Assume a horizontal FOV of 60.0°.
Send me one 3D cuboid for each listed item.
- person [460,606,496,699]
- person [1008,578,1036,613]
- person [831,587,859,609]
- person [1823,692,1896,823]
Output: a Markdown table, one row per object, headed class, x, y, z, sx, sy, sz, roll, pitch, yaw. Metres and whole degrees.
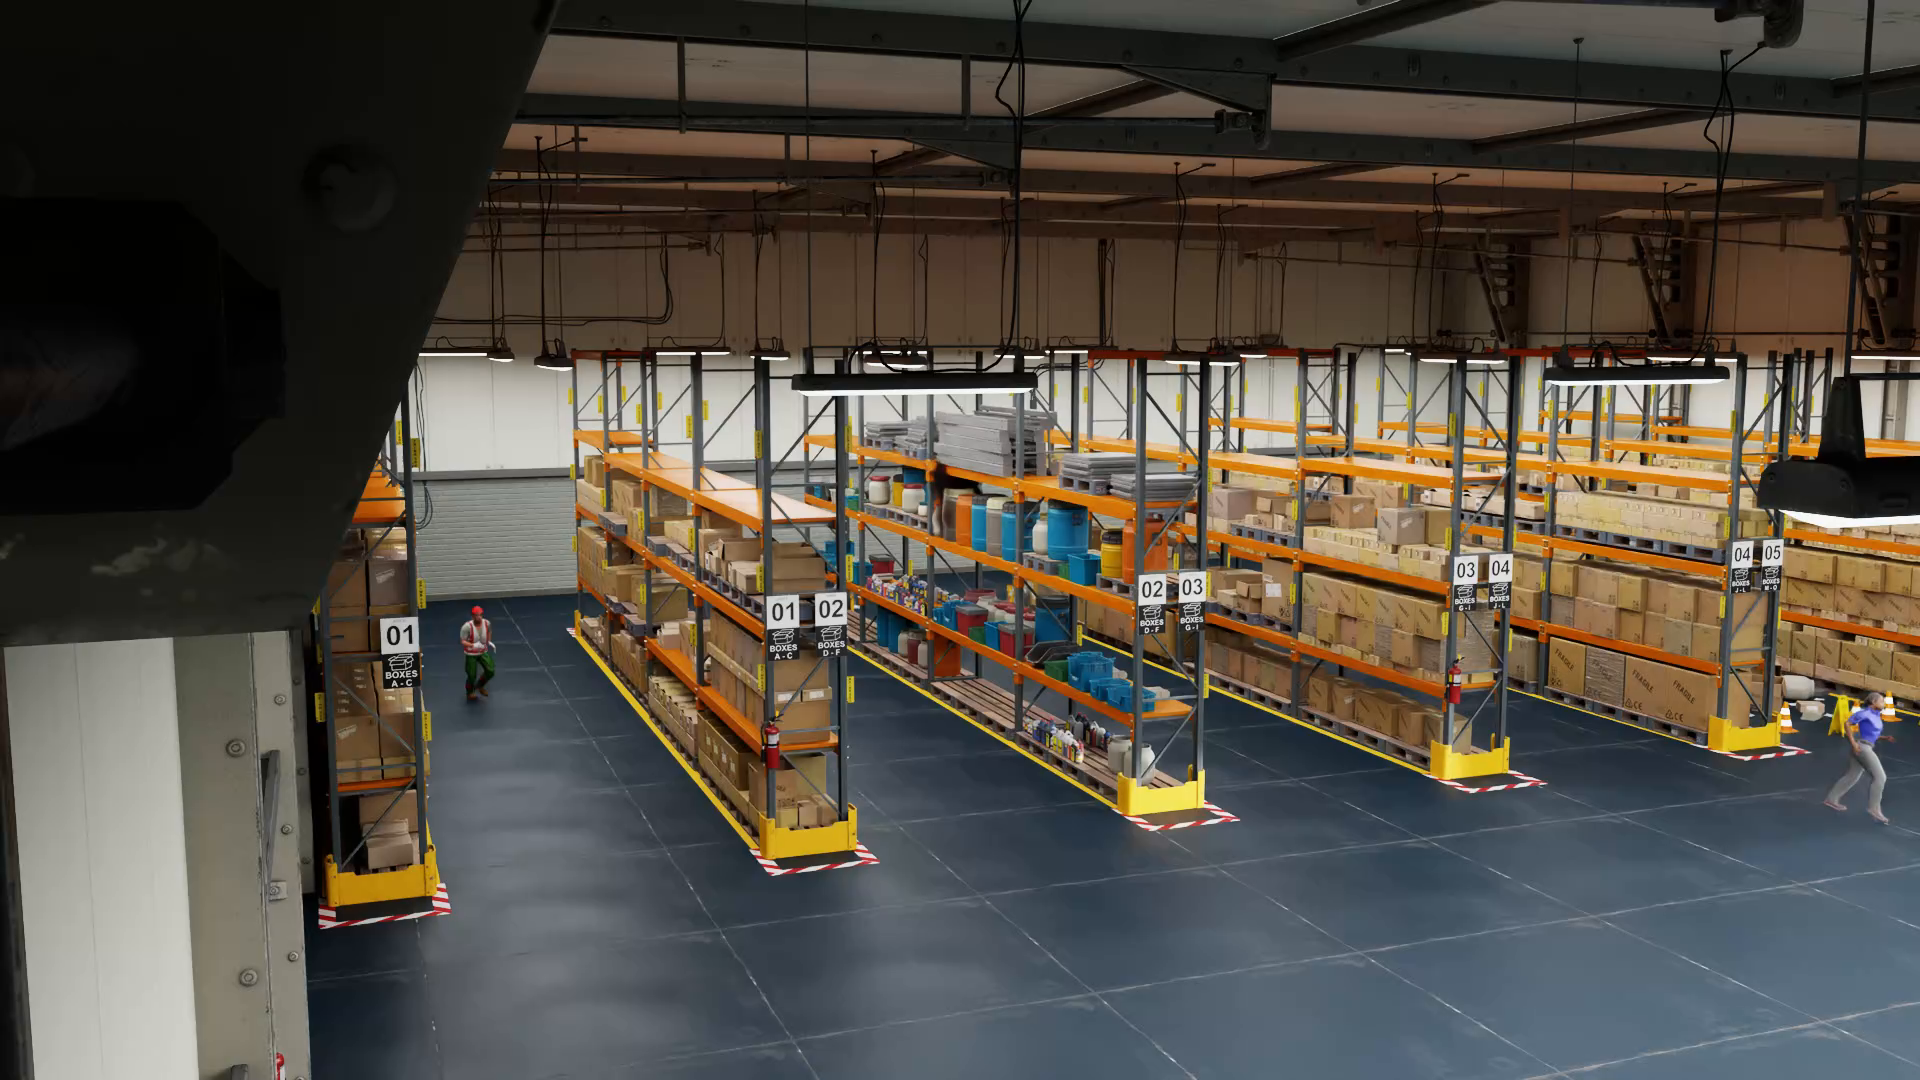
| class | x | y | z | sx | sy | sz | roll | pitch | yaw |
| --- | --- | --- | --- | --- | --- | --- | --- | --- | --- |
| person | -8.269 | 1.946 | 28.586 | 0.703 | 1.679 | 0.867 | -6 | 9 | -40 |
| person | 1.292 | 1.376 | 33.705 | 0.519 | 1.531 | 0.763 | -2 | 7 | -18 |
| person | -2.706 | 0.733 | 38.321 | 0.930 | 1.643 | 0.586 | 1 | 7 | 11 |
| person | 11.830 | 2.802 | 21.846 | 0.782 | 1.614 | 0.703 | 4 | 8 | 32 |
